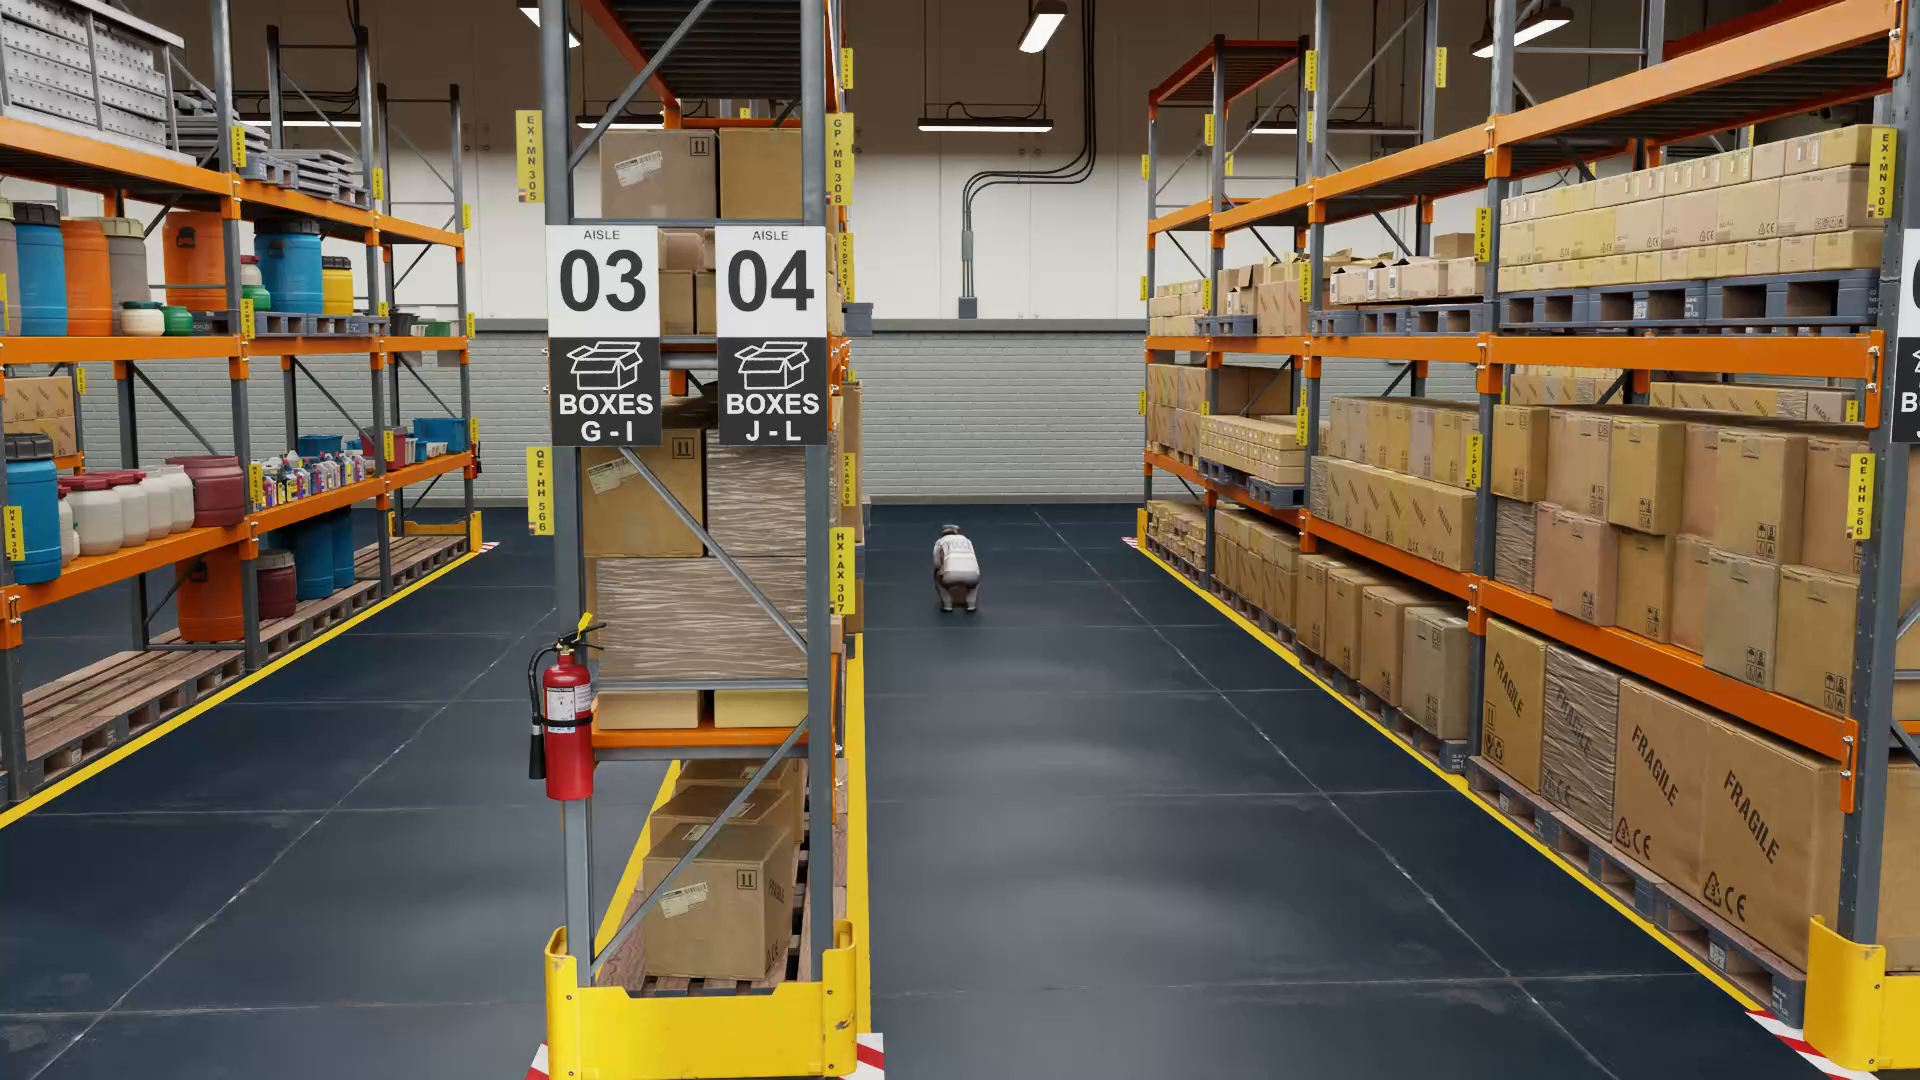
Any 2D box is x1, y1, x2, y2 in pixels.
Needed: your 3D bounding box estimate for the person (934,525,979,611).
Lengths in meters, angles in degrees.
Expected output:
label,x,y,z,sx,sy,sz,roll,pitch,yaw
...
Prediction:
label,x,y,z,sx,sy,sz,roll,pitch,yaw
person,-0.032,0.289,17.302,0.479,0.846,0.868,0,7,-4
